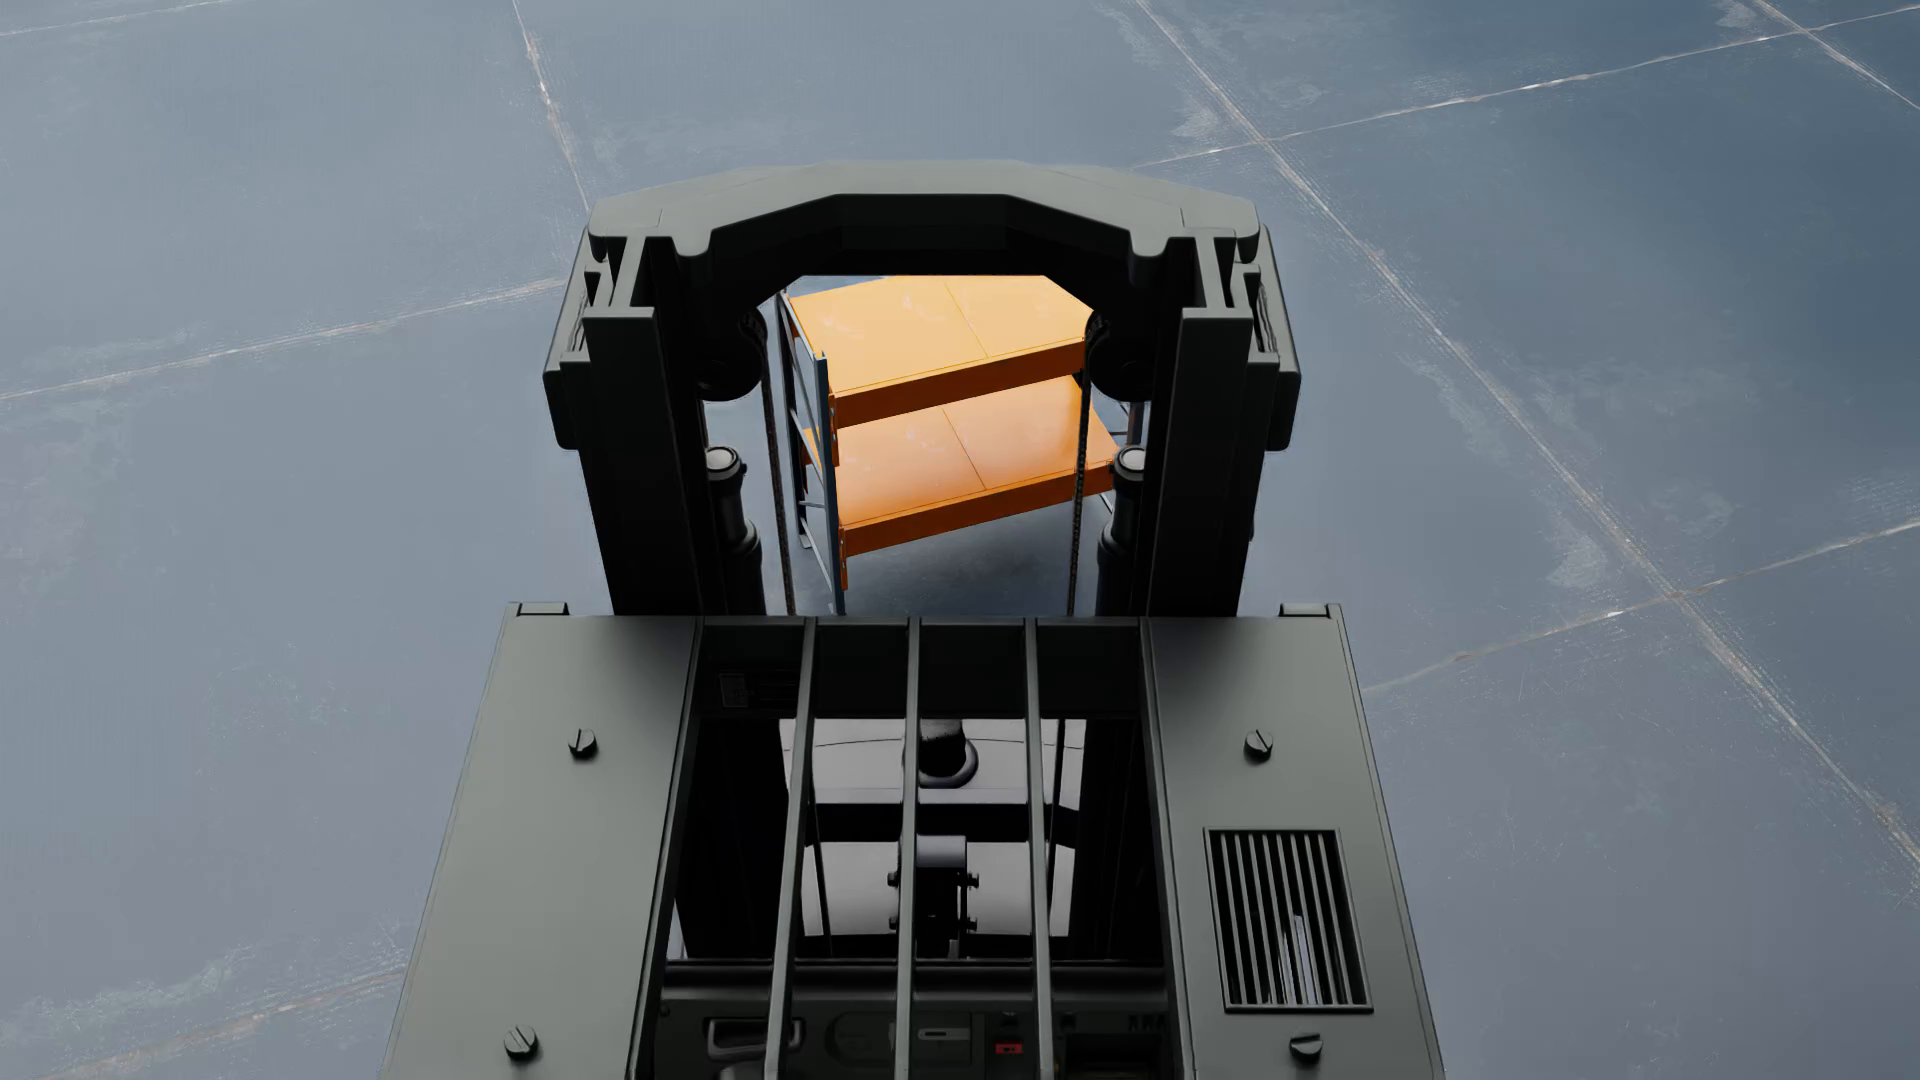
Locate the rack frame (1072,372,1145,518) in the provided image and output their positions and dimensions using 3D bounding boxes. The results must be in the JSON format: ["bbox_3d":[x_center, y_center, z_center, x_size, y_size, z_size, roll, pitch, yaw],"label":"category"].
[{"bbox_3d":[0.485,-0.521,5.475,0.032,1.125,0.500,-14,47,-14],"label":"rack frame"}]

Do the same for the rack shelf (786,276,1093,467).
[{"bbox_3d":[0.006,-0.605,5.146,1.000,0.278,0.538,-14,47,-14],"label":"rack shelf"}]

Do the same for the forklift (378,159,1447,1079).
[{"bbox_3d":[-0.048,1.023,2.661,1.130,2.935,3.031,0,45,0],"label":"forklift"}]

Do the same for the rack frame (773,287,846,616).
[{"bbox_3d":[-0.472,-0.276,5.231,0.032,1.125,0.500,-14,47,-14],"label":"rack frame"}]

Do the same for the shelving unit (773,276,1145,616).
[{"bbox_3d":[0.006,-0.399,5.353,1.048,1.125,0.538,-14,47,-14],"label":"shelving unit"}]

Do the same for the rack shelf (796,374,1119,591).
[{"bbox_3d":[0.006,-0.226,5.526,1.000,0.278,0.538,-14,47,-14],"label":"rack shelf"}]
